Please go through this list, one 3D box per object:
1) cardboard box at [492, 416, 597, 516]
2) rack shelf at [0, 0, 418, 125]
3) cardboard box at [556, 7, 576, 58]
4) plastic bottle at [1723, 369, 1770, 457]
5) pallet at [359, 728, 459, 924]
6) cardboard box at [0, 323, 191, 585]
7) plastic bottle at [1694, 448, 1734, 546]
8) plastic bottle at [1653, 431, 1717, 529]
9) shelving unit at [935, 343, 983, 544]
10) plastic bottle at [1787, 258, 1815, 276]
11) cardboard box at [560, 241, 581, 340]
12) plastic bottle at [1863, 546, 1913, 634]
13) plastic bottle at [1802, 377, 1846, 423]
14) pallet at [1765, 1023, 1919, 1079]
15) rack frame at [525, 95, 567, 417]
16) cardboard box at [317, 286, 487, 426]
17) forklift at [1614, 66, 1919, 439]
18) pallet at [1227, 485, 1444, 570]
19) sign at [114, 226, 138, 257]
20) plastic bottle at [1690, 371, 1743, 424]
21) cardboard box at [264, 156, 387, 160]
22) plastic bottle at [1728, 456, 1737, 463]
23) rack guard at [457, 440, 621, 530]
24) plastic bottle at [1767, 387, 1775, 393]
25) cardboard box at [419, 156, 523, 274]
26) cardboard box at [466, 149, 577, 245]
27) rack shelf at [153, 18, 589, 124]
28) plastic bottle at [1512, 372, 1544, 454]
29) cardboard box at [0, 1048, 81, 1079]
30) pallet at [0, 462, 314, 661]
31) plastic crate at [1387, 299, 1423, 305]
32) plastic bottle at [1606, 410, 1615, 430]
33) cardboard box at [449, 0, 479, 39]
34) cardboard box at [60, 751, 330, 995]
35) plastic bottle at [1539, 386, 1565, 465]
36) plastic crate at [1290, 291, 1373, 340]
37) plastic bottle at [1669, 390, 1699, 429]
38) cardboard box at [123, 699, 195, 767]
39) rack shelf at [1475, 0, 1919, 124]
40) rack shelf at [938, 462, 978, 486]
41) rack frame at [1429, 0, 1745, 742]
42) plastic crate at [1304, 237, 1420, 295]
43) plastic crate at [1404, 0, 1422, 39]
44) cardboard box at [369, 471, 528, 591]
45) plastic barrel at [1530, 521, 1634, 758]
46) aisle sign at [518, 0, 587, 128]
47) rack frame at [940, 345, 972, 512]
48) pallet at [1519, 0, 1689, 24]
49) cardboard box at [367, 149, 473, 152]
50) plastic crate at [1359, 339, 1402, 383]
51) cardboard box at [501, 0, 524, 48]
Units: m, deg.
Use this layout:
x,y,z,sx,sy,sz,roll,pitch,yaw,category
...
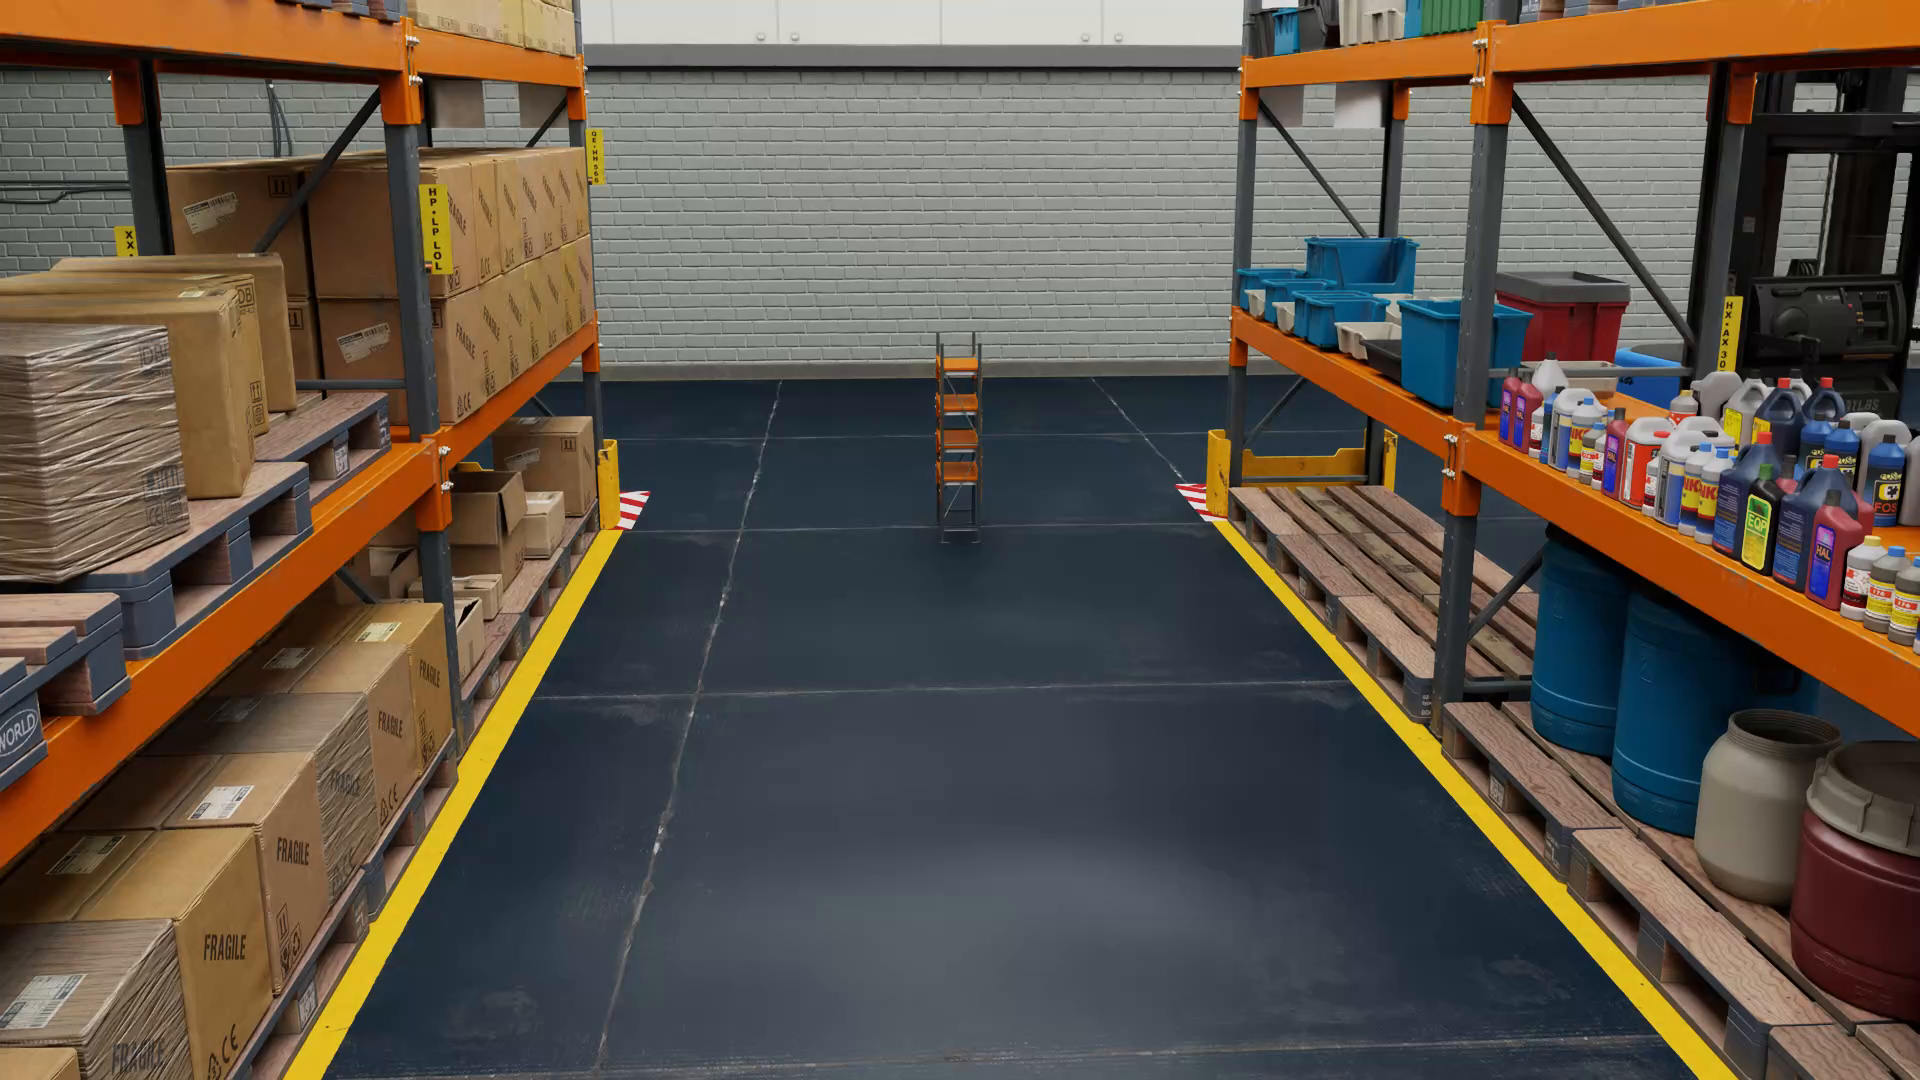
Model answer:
x,y,z,sx,sy,sz,roll,pitch,yaw,category
-2.454,-0.440,9.852,0.500,0.500,0.500,-1,14,-3,cardboard box
-2.362,-1.181,4.022,1.077,0.370,4.000,-1,14,-3,rack shelf
-2.438,-2.826,9.270,0.500,0.250,0.500,-1,14,-3,cardboard box
2.698,-0.400,5.662,0.144,0.351,0.185,-1,14,-3,plastic bottle
-2.397,0.978,5.803,1.003,0.211,1.213,-1,14,-3,pallet
-2.255,-0.217,3.806,0.700,0.500,0.500,2,15,7,cardboard box
2.165,-0.125,4.752,0.097,0.271,0.097,0,14,0,plastic bottle
2.179,-0.181,4.959,0.152,0.276,0.135,-1,14,-3,plastic bottle
-0.010,-0.622,10.035,0.258,1.200,0.499,-1,14,-3,shelving unit
4.748,-0.912,9.543,0.171,1.395,0.111,-1,14,-3,plastic bottle
-2.398,-1.382,9.175,0.500,0.500,0.500,-1,14,-3,cardboard box
2.216,0.115,3.957,0.097,0.201,0.097,0,14,0,plastic bottle
2.854,-0.357,5.492,0.144,0.351,0.185,-1,14,-3,plastic bottle
2.616,1.500,3.774,1.003,0.211,1.213,-1,14,-3,pallet
-2.737,-1.569,10.106,0.949,2.616,0.053,-1,14,-3,rack frame
-2.245,-0.754,6.736,0.500,0.500,0.500,-1,14,-2,cardboard box
4.852,-1.244,8.978,1.130,2.935,3.031,-3,15,-12,forklift
2.223,-0.089,9.947,1.003,0.211,1.213,-1,14,-3,pallet
-3.027,-0.983,6.092,0.100,0.325,0.005,-1,14,-3,sign
2.806,-0.497,6.187,0.152,0.276,0.135,-1,14,-3,plastic bottle
-2.841,-1.482,7.558,0.500,0.500,0.500,-1,14,-3,cardboard box
2.302,-0.151,4.994,0.097,0.201,0.097,0,14,0,plastic bottle
-2.729,-0.340,10.344,1.175,0.500,0.348,-1,14,-3,rack guard
2.828,-0.406,5.834,0.152,0.276,0.135,-1,14,-3,plastic bottle
-2.298,-1.485,7.570,0.500,0.500,0.500,-1,14,-5,cardboard box
-2.399,-1.870,9.067,0.500,0.500,0.500,0,14,-2,cardboard box
-2.609,-2.176,7.888,1.077,0.370,4.000,-1,14,-3,rack shelf
2.064,-0.463,6.039,0.061,0.283,0.133,-1,14,-3,plastic bottle
-1.981,1.300,3.087,0.500,0.500,0.500,0,14,-1,cardboard box
-2.363,0.030,4.276,1.003,0.211,1.213,-1,14,-3,pallet
2.446,-1.274,9.366,0.396,0.136,0.243,-1,14,-3,plastic crate
2.253,-0.348,5.759,0.097,0.201,0.097,0,14,0,plastic bottle
-2.296,-2.204,6.853,0.500,0.250,0.500,-1,14,-3,cardboard box
-2.082,0.916,4.582,0.500,0.500,0.500,-1,14,-5,cardboard box
2.095,-0.404,5.836,0.097,0.271,0.097,0,14,0,plastic bottle
1.979,-1.199,8.882,0.416,0.233,0.300,-1,14,-3,plastic crate
2.682,-0.454,6.171,0.097,0.201,0.097,0,14,0,plastic bottle
-2.631,0.804,5.015,0.500,0.500,0.500,-1,14,-3,cardboard box
2.582,-1.257,4.316,1.077,0.370,4.000,-1,14,-3,rack shelf
-0.010,-0.403,10.093,0.221,0.050,0.457,-1,14,-3,rack shelf
2.459,-0.650,6.533,1.000,3.000,0.127,-1,14,-3,rack frame
2.418,-1.611,10.075,0.616,0.435,0.499,-1,14,-3,plastic crate
2.084,-2.243,7.041,0.416,0.233,0.300,-1,14,-3,plastic crate
-2.607,-0.046,8.311,0.797,0.503,0.637,-1,14,-3,cardboard box
2.475,0.298,6.215,0.600,0.901,0.708,-1,14,-3,plastic barrel
-2.432,-2.850,9.866,0.394,0.787,0.004,-1,14,-3,aisle sign
-0.025,-0.683,10.273,0.228,1.046,0.006,-1,14,-3,rack frame
0.245,0.091,3.629,6.198,3.011,5.144,-1,14,-3,pallet
-2.929,-1.858,9.019,0.500,0.500,0.500,-1,14,-3,cardboard box
2.121,-0.820,7.626,0.437,0.125,0.590,-1,14,-3,plastic crate
-2.359,-2.452,7.819,0.500,0.250,0.500,-1,14,-3,cardboard box
